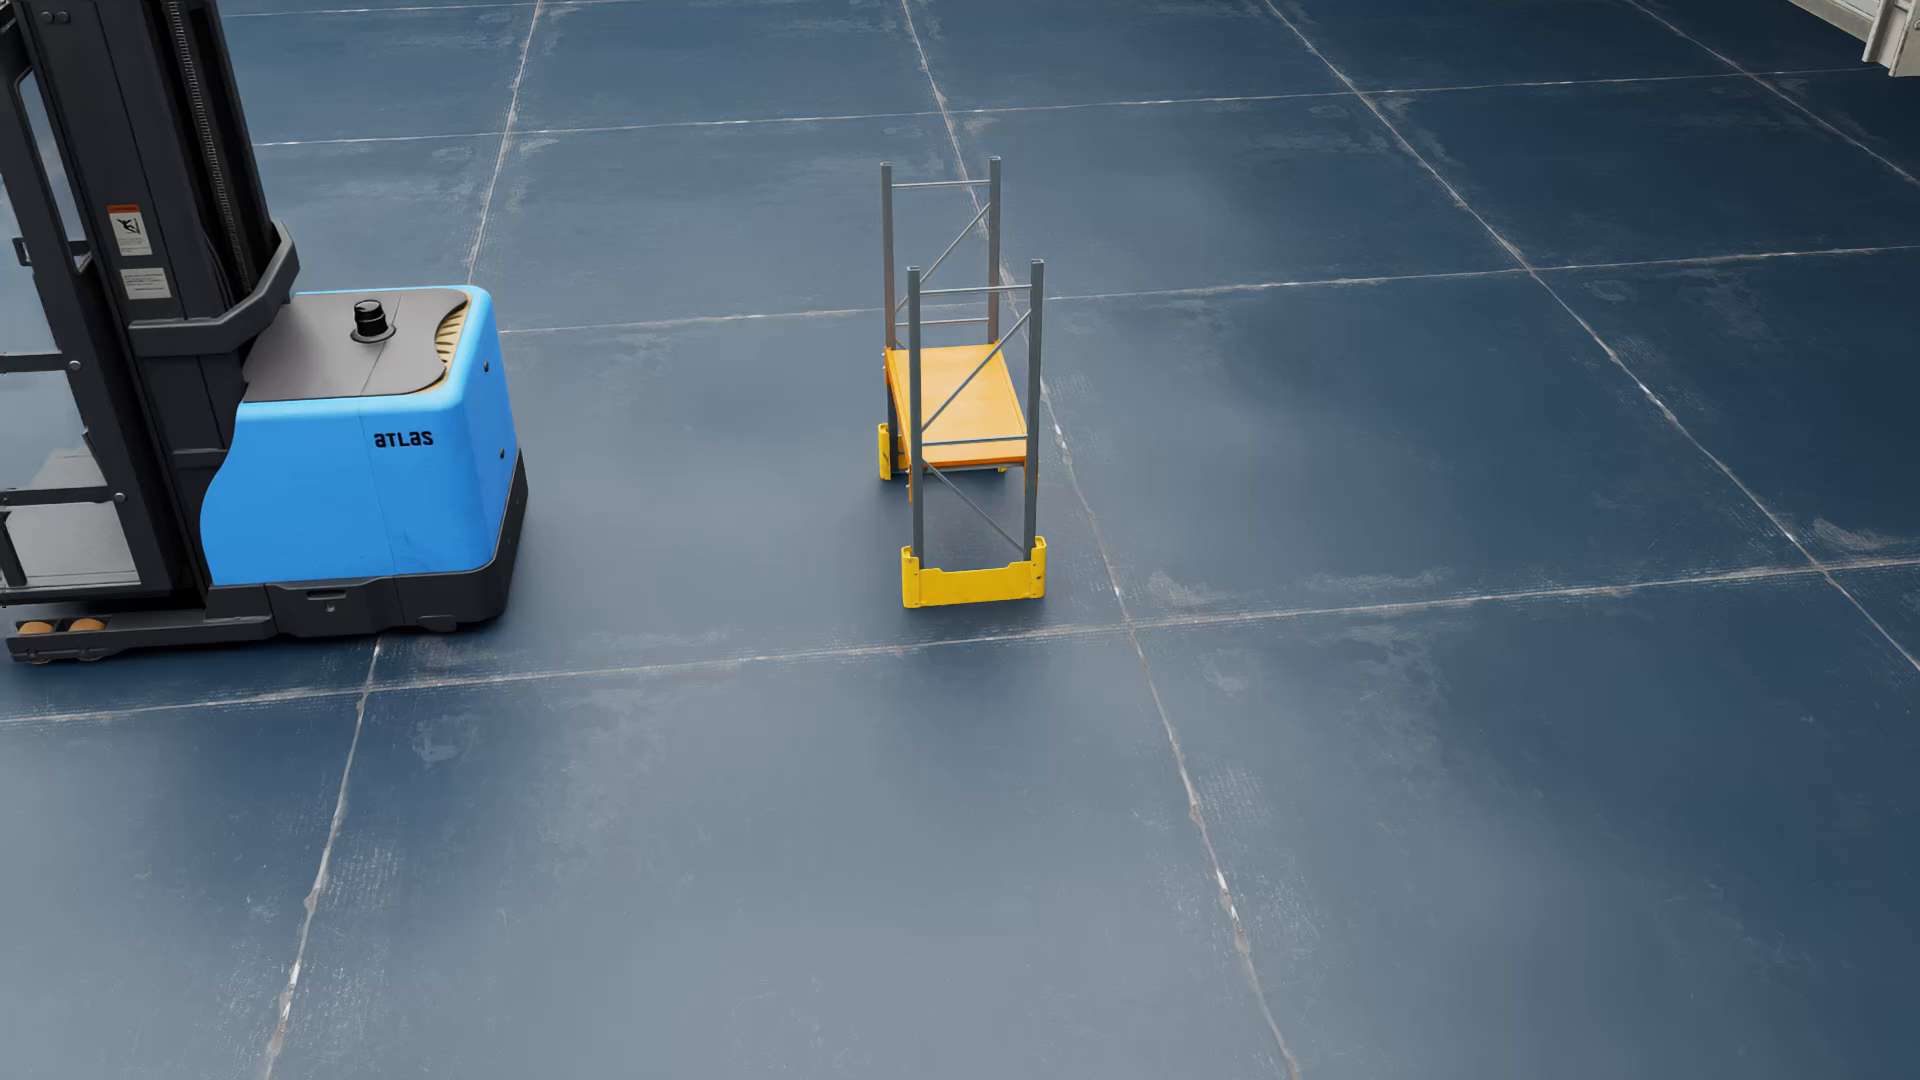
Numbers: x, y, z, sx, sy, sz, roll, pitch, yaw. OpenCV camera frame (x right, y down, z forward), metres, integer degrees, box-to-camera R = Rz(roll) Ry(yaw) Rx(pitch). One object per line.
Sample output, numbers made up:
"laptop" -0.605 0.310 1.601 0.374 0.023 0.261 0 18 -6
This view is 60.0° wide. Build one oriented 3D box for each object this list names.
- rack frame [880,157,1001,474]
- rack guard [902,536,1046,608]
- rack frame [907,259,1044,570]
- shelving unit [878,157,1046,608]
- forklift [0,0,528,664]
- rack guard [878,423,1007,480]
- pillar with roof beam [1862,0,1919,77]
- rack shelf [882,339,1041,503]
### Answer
"rack frame" -0.080 -0.951 7.314 0.500 1.500 0.032 -4 35 -6
"rack guard" 0.057 0.132 6.834 0.587 0.250 0.087 -4 35 -6
"rack frame" 0.057 -0.384 6.481 0.500 1.500 0.032 -4 35 -6
"shelving unit" -0.010 -0.662 6.890 0.587 1.500 1.083 -4 35 -6
"forklift" -3.391 -1.037 6.169 3.031 2.935 1.130 -3 34 -5
"rack guard" -0.077 -0.424 7.650 0.587 0.250 0.087 -4 35 -6
"pillar with roof beam" 2.736 -6.932 9.431 9.100 9.000 0.400 -4 35 -6
"rack shelf" -0.011 -0.519 6.999 0.538 0.185 1.000 -4 35 -6
